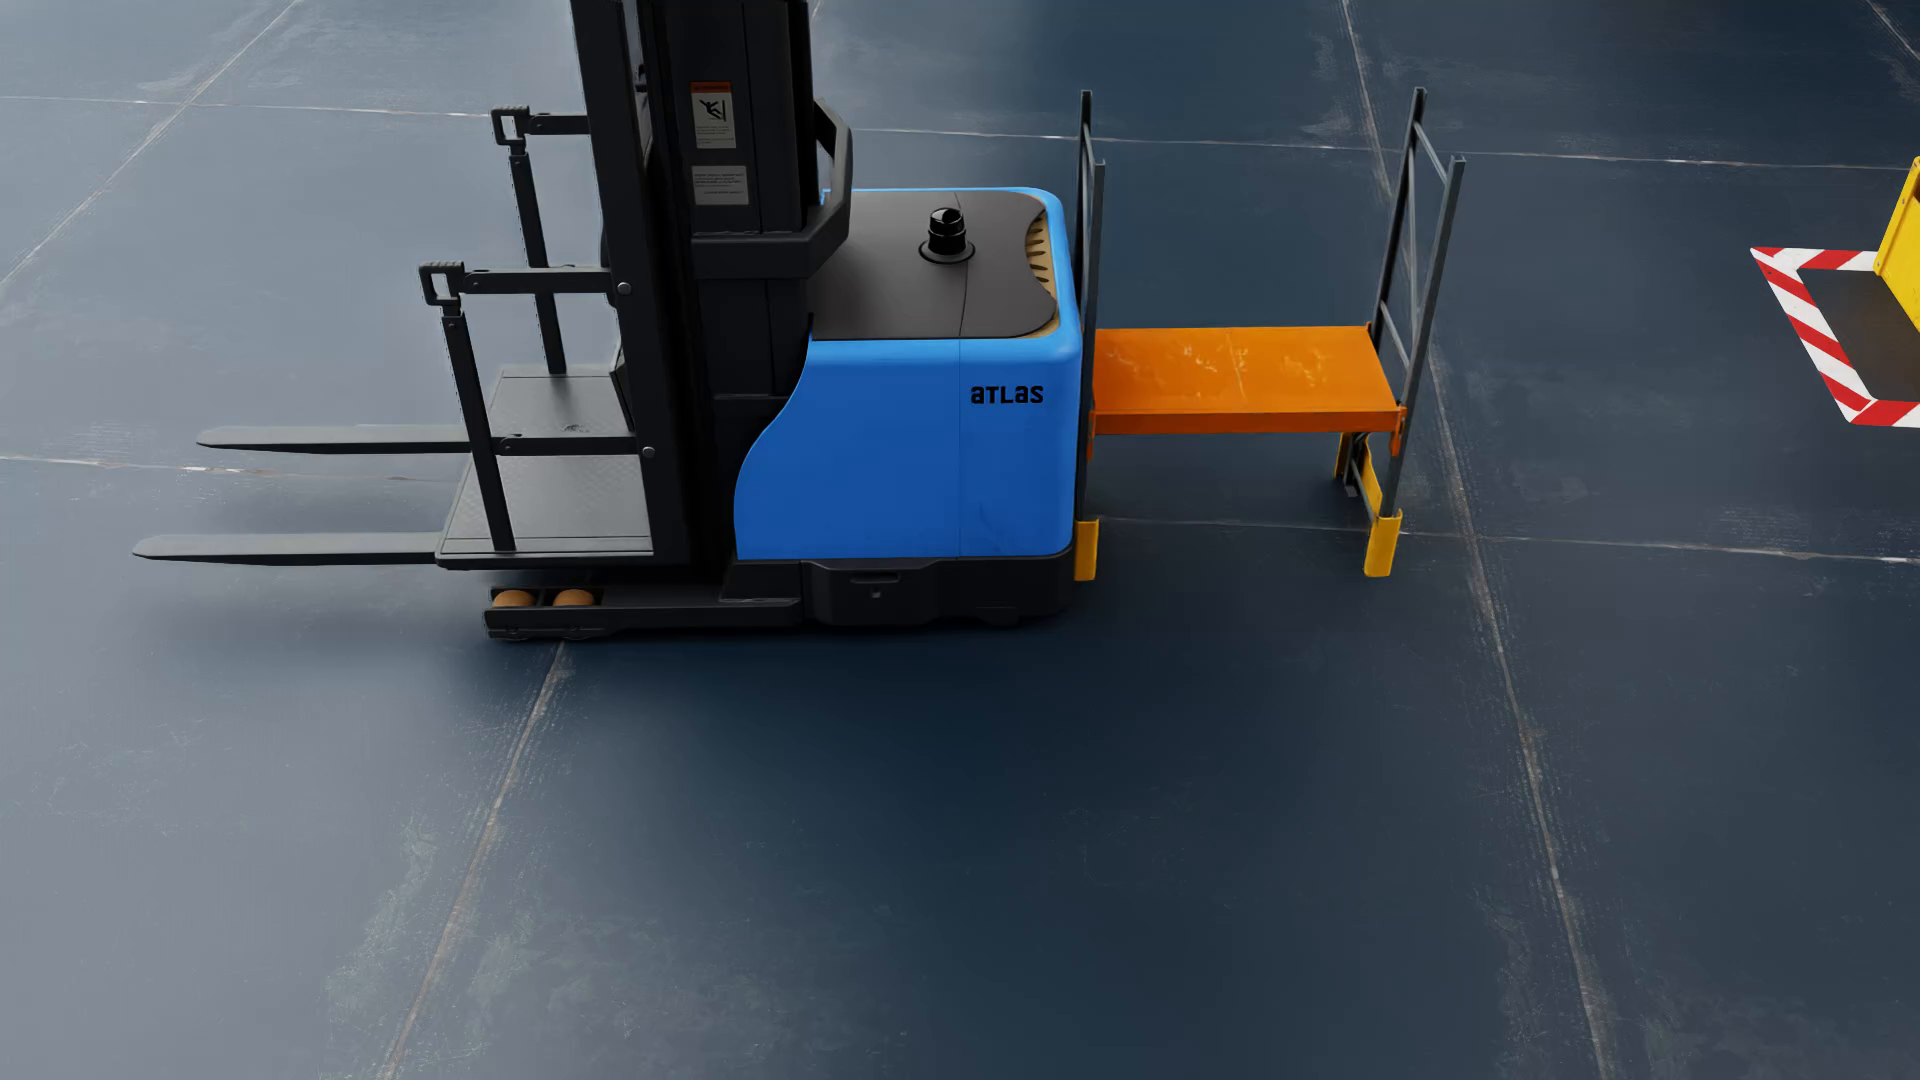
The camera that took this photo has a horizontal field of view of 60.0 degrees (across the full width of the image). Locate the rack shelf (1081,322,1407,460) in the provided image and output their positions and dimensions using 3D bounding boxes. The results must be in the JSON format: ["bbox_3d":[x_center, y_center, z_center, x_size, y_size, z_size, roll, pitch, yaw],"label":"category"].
[{"bbox_3d":[0.897,-0.496,5.456,1.000,0.185,0.538,-1,39,-1],"label":"rack shelf"}]

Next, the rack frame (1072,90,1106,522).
[{"bbox_3d":[0.389,-0.629,5.334,0.032,1.500,0.500,-1,39,-1],"label":"rack frame"}]

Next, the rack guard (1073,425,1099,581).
[{"bbox_3d":[0.408,-0.144,5.729,0.087,0.250,0.587,-1,39,-1],"label":"rack guard"}]

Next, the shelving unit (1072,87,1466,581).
[{"bbox_3d":[0.906,-0.635,5.342,1.083,1.500,0.587,-1,39,-1],"label":"shelving unit"}]

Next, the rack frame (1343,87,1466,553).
[{"bbox_3d":[1.405,-0.642,5.350,0.032,1.500,0.500,-1,39,-1],"label":"rack frame"}]

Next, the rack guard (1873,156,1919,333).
[{"bbox_3d":[4.076,-1.031,6.621,0.348,0.500,1.175,3,39,4],"label":"rack guard"}]

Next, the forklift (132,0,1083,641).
[{"bbox_3d":[-1.156,-1.150,4.842,3.031,2.935,1.130,-1,39,-1],"label":"forklift"}]

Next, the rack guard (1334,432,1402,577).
[{"bbox_3d":[1.404,-0.157,5.745,0.087,0.250,0.587,-1,39,-1],"label":"rack guard"}]
